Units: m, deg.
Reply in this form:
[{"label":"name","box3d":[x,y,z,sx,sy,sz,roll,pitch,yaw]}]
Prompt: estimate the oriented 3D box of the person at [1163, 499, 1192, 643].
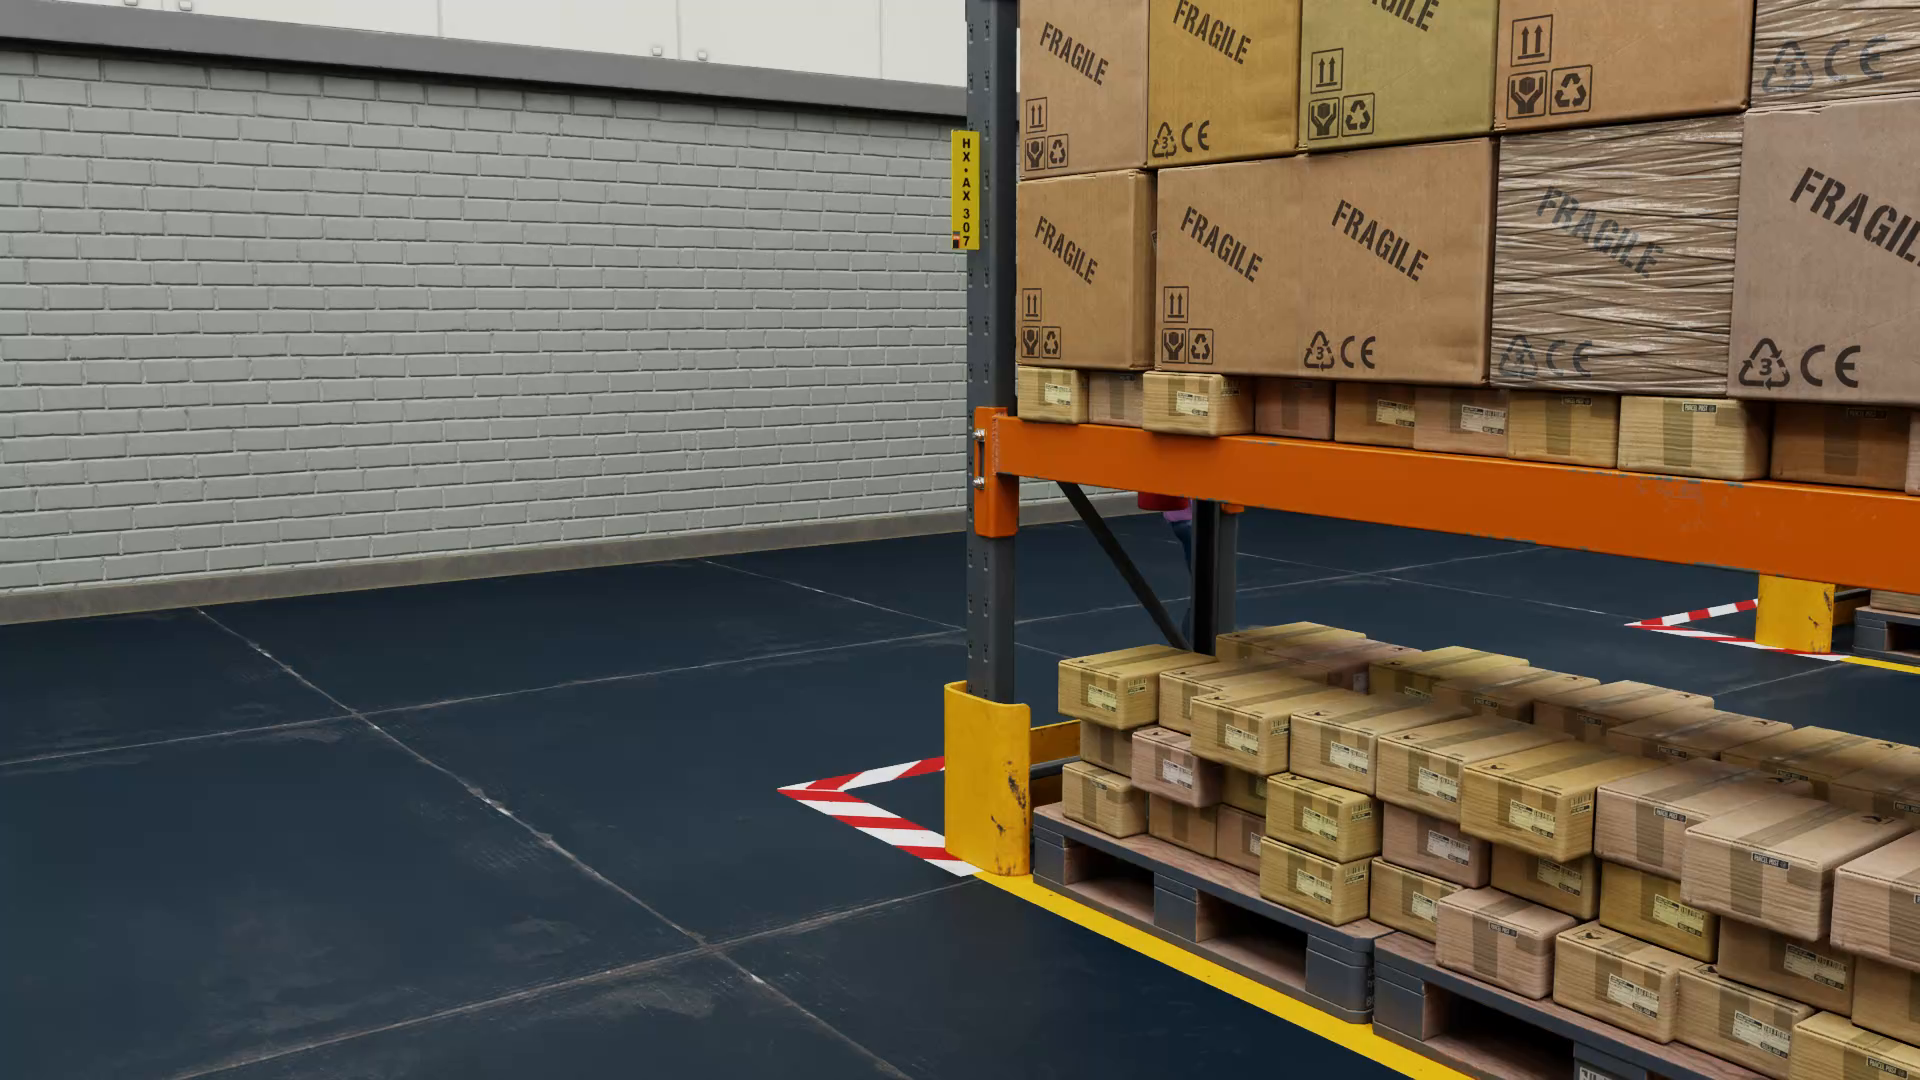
[{"label":"person","box3d":[0.966,-0.090,6.497,0.346,1.592,0.484,1,8,6]}]
